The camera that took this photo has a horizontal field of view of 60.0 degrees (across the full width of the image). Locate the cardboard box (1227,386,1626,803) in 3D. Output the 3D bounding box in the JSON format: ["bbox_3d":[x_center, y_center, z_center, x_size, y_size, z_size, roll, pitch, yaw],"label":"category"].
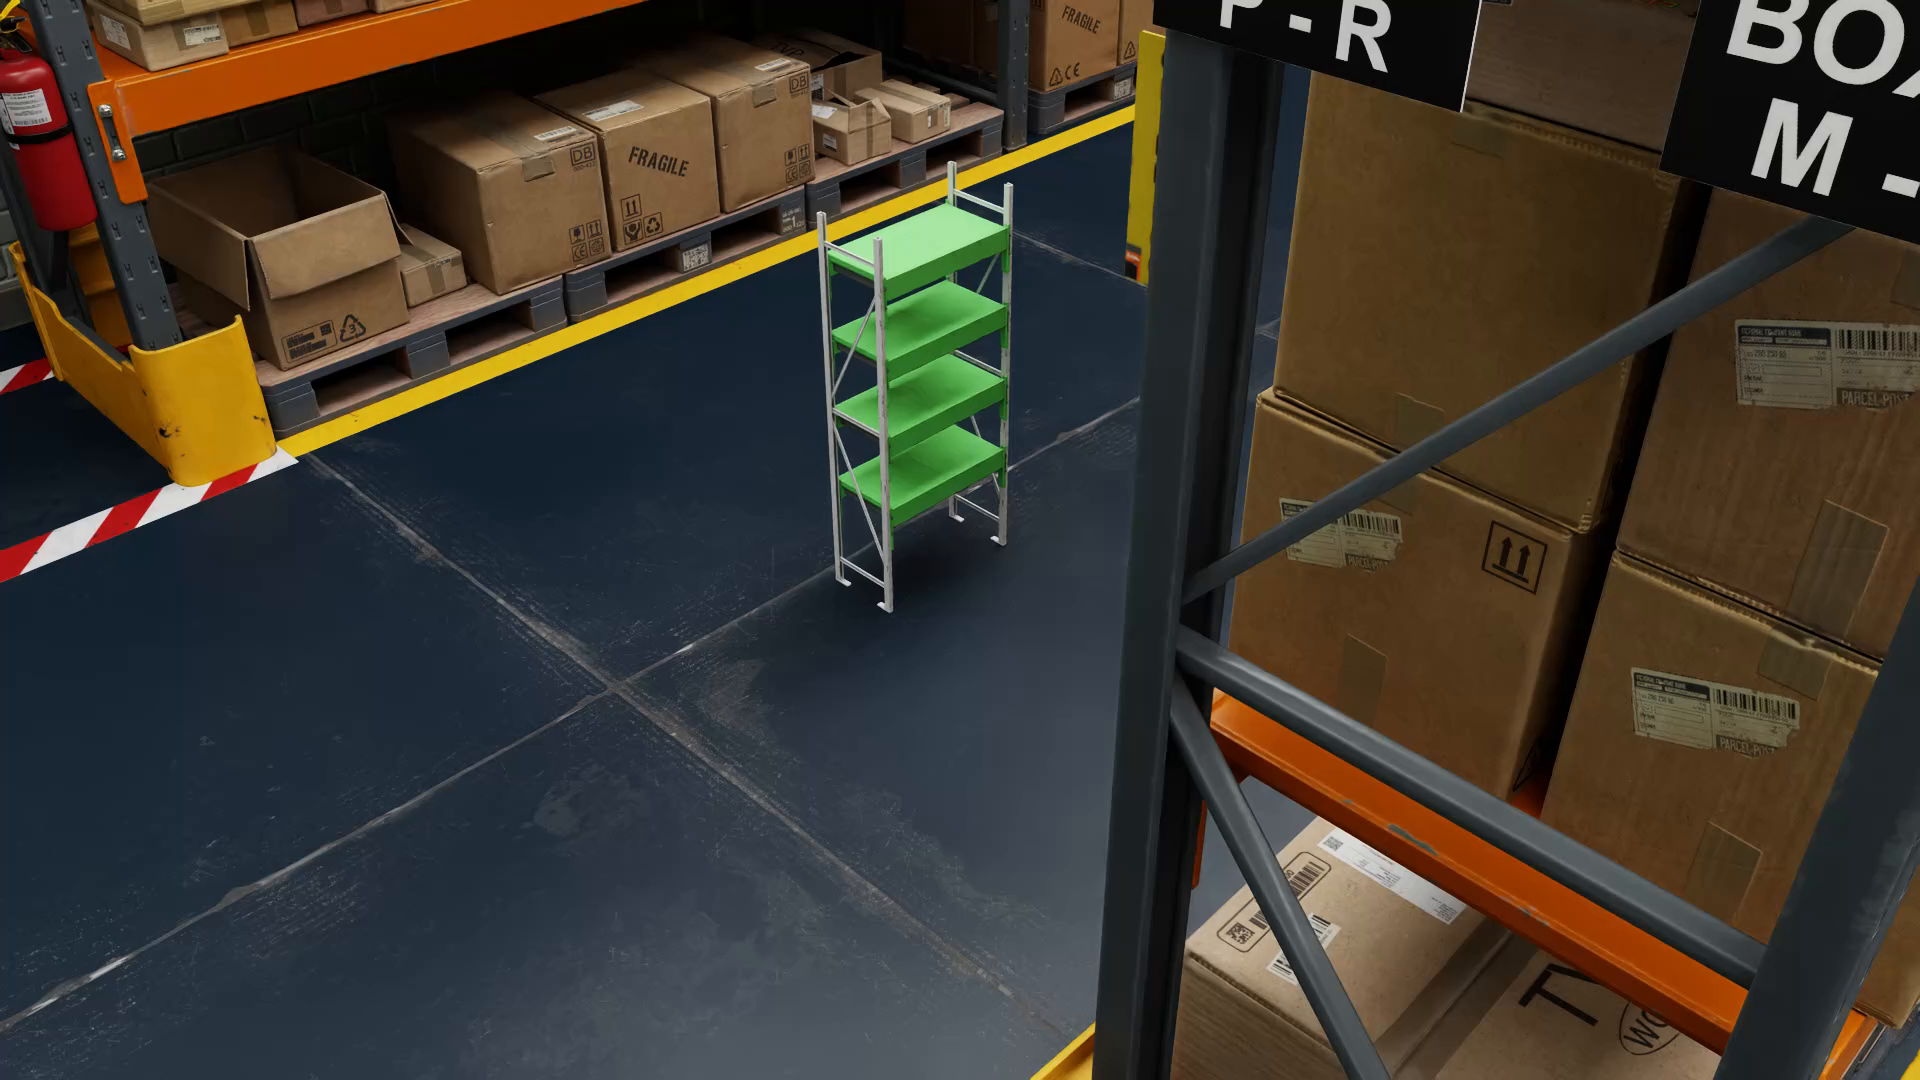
[{"bbox_3d":[0.781,-0.009,2.553,0.500,0.500,0.500,-30,45,-35],"label":"cardboard box"}]

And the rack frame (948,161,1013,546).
[{"bbox_3d":[0.055,-0.524,4.952,0.240,1.200,0.015,30,45,35],"label":"rack frame"}]

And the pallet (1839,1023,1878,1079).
[{"bbox_3d":[1.137,1.123,3.456,1.003,0.211,1.213,30,45,35],"label":"pallet"}]

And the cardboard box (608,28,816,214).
[{"bbox_3d":[-1.037,-1.774,6.989,0.700,0.500,0.500,28,43,34],"label":"cardboard box"}]

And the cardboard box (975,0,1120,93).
[{"bbox_3d":[0.423,-2.541,8.089,0.500,0.500,0.500,-28,43,-34],"label":"cardboard box"}]

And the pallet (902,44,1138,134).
[{"bbox_3d":[0.468,-2.489,8.635,1.003,0.211,1.213,30,45,35],"label":"pallet"}]

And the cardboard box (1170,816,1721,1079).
[{"bbox_3d":[1.023,0.905,3.202,0.875,0.438,0.875,28,44,34],"label":"cardboard box"}]

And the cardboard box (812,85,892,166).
[{"bbox_3d":[-0.513,-1.849,7.302,0.258,0.266,0.396,-28,44,-34],"label":"cardboard box"}]

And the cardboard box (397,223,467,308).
[{"bbox_3d":[-2.071,-1.034,6.235,0.380,0.149,0.250,28,43,34],"label":"cardboard box"}]

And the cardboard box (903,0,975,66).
[{"bbox_3d":[0.058,-2.753,8.394,0.500,0.500,0.500,29,44,35],"label":"cardboard box"}]

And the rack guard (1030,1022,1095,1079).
[{"bbox_3d":[0.612,1.370,2.849,1.175,0.500,0.348,30,45,35],"label":"rack guard"}]

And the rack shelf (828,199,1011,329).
[{"bbox_3d":[-0.117,-0.766,4.572,0.258,0.148,0.480,30,45,35],"label":"rack shelf"}]

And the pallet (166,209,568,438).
[{"bbox_3d":[-2.282,-0.875,6.321,1.003,0.211,1.213,30,45,35],"label":"pallet"}]

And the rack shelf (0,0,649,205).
[{"bbox_3d":[-1.487,-2.181,6.384,1.077,0.370,4.000,30,45,35],"label":"rack shelf"}]

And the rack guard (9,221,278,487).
[{"bbox_3d":[-2.843,-0.670,5.773,1.175,0.500,0.348,30,45,35],"label":"rack guard"}]

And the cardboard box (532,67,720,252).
[{"bbox_3d":[-1.325,-1.527,6.635,0.500,0.500,0.500,-29,44,-35],"label":"cardboard box"}]

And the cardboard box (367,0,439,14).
[{"bbox_3d":[-1.941,-1.904,5.578,0.250,0.149,0.380,-28,44,-34],"label":"cardboard box"}]

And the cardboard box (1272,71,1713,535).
[{"bbox_3d":[0.800,-0.408,2.251,0.500,0.500,0.500,-28,44,-34],"label":"cardboard box"}]

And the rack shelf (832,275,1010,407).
[{"bbox_3d":[-0.117,-0.569,4.710,0.258,0.148,0.480,30,45,35],"label":"rack shelf"}]

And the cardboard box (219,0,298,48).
[{"bbox_3d":[-2.323,-1.706,5.293,0.250,0.149,0.380,-29,44,-35],"label":"cardboard box"}]

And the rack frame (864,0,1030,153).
[{"bbox_3d":[-0.078,-3.288,7.342,1.000,3.000,0.127,30,45,35],"label":"rack frame"}]

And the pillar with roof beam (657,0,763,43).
[{"bbox_3d":[1.847,-4.094,3.254,9.100,9.000,0.400,30,45,35],"label":"pillar with roof beam"}]

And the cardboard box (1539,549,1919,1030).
[{"bbox_3d":[1.171,0.215,2.232,0.500,0.500,0.500,29,44,35],"label":"cardboard box"}]

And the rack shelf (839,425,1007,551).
[{"bbox_3d":[-0.117,-0.176,4.984,0.258,0.148,0.480,30,45,35],"label":"rack shelf"}]

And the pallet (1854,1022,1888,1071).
[{"bbox_3d":[1.996,0.630,4.163,1.003,0.211,1.213,30,45,35],"label":"pallet"}]

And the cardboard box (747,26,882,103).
[{"bbox_3d":[-0.711,-2.184,7.743,0.500,0.311,0.500,-28,44,-34],"label":"cardboard box"}]

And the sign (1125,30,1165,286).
[{"bbox_3d":[0.254,-0.462,2.070,0.100,0.325,0.005,30,45,35],"label":"sign"}]

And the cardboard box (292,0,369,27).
[{"bbox_3d":[-2.163,-1.827,5.466,0.380,0.149,0.250,29,44,35],"label":"cardboard box"}]

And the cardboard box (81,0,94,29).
[{"bbox_3d":[-2.853,-1.804,5.434,0.380,0.149,0.250,29,44,35],"label":"cardboard box"}]

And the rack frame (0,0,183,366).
[{"bbox_3d":[-2.896,-1.664,5.014,1.000,3.000,0.127,30,45,35],"label":"rack frame"}]

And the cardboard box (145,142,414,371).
[{"bbox_3d":[-2.398,-1.023,5.909,0.797,0.503,0.637,28,43,34],"label":"cardboard box"}]

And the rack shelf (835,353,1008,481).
[{"bbox_3d":[-0.117,-0.373,4.847,0.258,0.148,0.480,30,45,35],"label":"rack shelf"}]

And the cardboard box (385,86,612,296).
[{"bbox_3d":[-1.768,-1.352,6.385,0.500,0.500,0.700,-28,44,-34],"label":"cardboard box"}]

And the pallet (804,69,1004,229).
[{"bbox_3d":[-0.562,-1.866,7.741,1.003,0.211,1.213,30,45,35],"label":"pallet"}]

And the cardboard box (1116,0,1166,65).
[{"bbox_3d":[0.791,-2.761,8.404,0.500,0.500,0.500,29,44,35],"label":"cardboard box"}]

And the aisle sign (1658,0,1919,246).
[{"bbox_3d":[0.784,-0.585,1.194,0.394,0.787,0.004,30,45,35],"label":"aisle sign"}]

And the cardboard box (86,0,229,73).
[{"bbox_3d":[-2.470,-1.584,5.119,0.380,0.149,0.250,29,44,35],"label":"cardboard box"}]

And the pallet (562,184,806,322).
[{"bbox_3d":[-1.422,-1.368,7.027,1.003,0.211,1.213,30,45,35],"label":"pallet"}]

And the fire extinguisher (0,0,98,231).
[{"bbox_3d":[-2.672,-1.233,4.790,0.296,0.674,0.183,30,45,35],"label":"fire extinguisher"}]

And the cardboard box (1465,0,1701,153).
[{"bbox_3d":[0.740,-0.609,1.972,0.250,0.149,0.380,-29,44,-35],"label":"cardboard box"}]

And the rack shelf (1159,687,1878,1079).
[{"bbox_3d":[2.038,-0.182,3.517,1.077,0.370,4.000,30,45,35],"label":"rack shelf"}]

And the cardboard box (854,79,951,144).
[{"bbox_3d":[-0.262,-1.946,7.544,0.380,0.149,0.250,28,44,34],"label":"cardboard box"}]

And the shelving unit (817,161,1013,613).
[{"bbox_3d":[-0.117,-0.425,4.810,0.258,1.200,0.503,30,45,35],"label":"shelving unit"}]

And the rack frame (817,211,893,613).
[{"bbox_3d":[-0.289,-0.326,4.668,0.240,1.200,0.015,30,45,35],"label":"rack frame"}]

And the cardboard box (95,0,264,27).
[{"bbox_3d":[-2.385,-1.800,5.080,0.500,0.250,0.500,-30,45,-35],"label":"cardboard box"}]

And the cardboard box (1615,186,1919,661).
[{"bbox_3d":[1.169,-0.196,1.948,0.500,0.500,0.500,28,44,34],"label":"cardboard box"}]

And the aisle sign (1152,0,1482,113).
[{"bbox_3d":[0.358,-0.827,1.541,0.394,0.787,0.004,30,45,35],"label":"aisle sign"}]
